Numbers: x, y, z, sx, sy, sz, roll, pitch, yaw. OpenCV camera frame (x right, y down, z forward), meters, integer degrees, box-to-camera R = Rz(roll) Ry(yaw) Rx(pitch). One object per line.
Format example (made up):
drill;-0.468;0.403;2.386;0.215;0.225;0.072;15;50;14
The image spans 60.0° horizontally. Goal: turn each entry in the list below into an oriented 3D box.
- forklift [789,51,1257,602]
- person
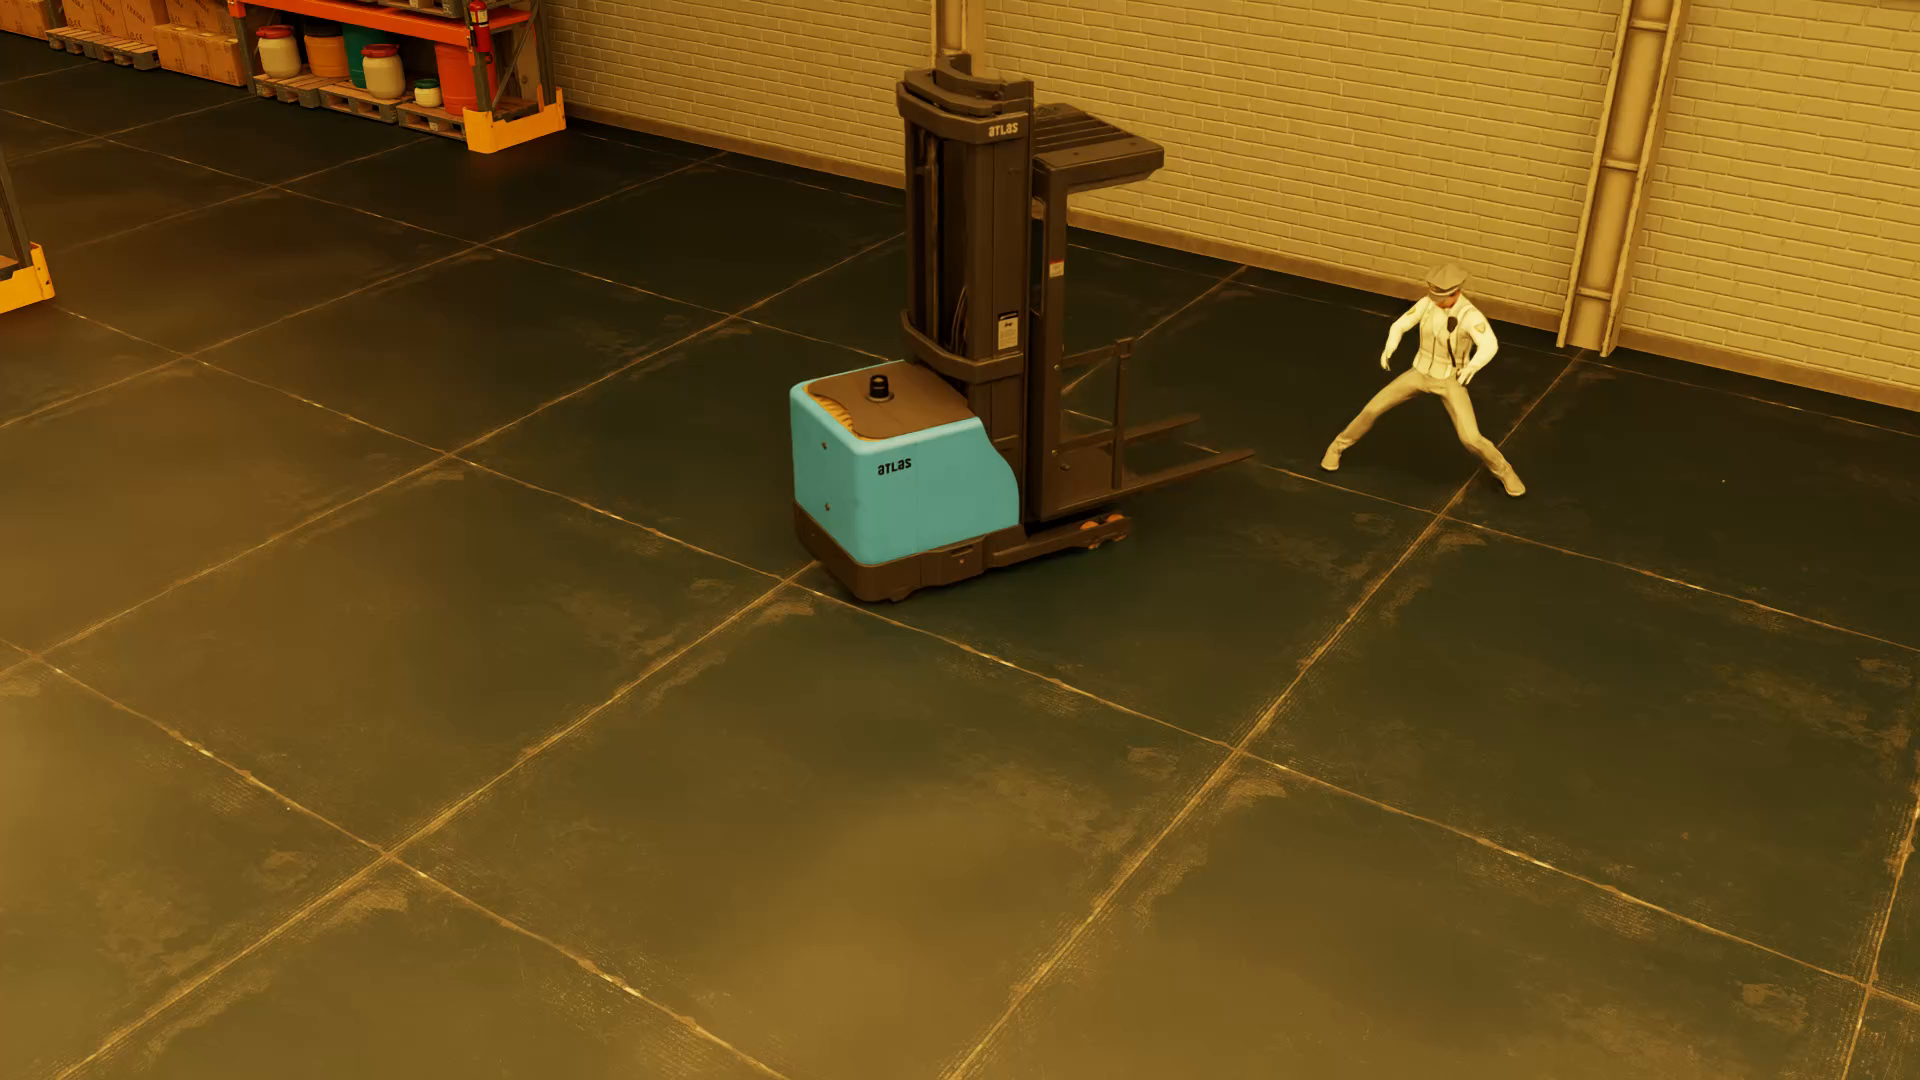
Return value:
forklift;0.497;-1.429;10.042;3.031;2.935;1.130;-16;34;-25
person;3.094;-1.047;10.830;0.793;1.473;1.243;-23;37;-34
